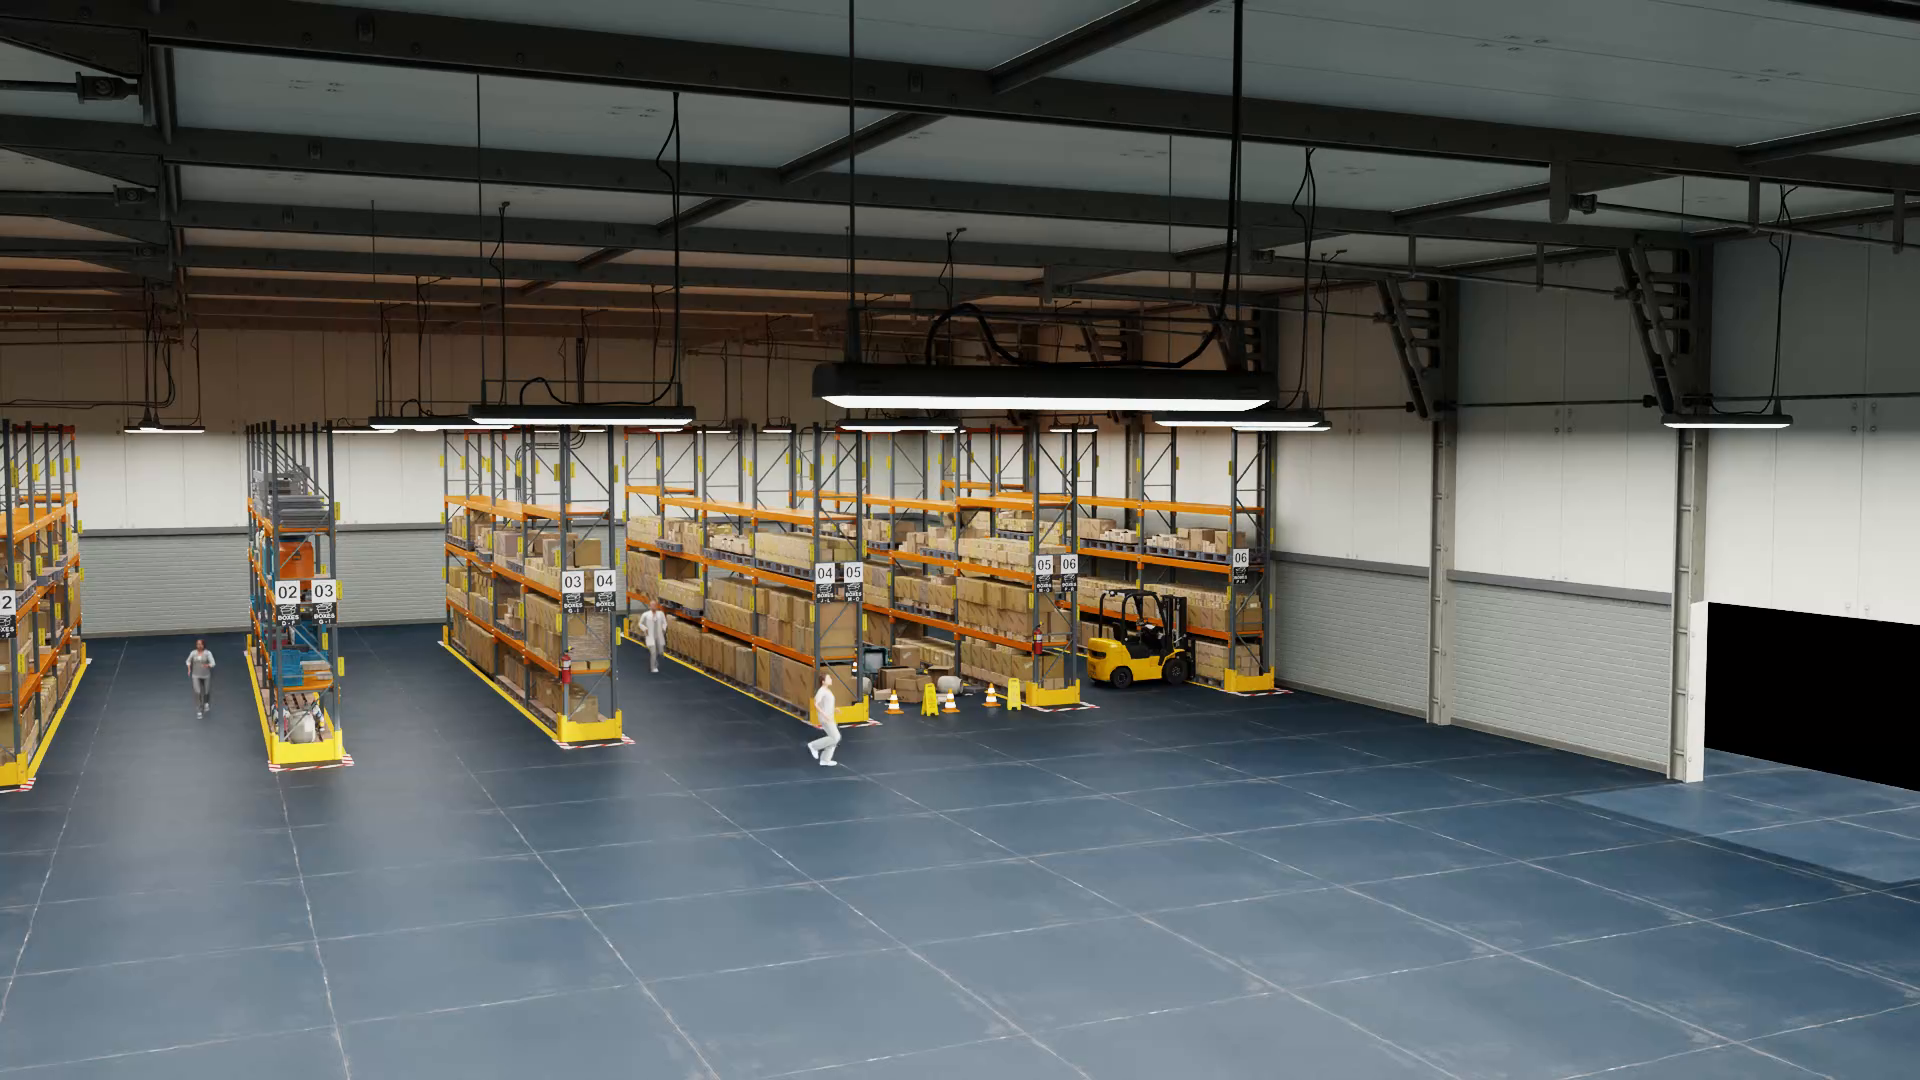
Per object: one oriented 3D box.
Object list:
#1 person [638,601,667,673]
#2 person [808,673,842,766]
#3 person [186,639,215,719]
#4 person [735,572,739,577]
[{"bbox_3d":[-7.430,2.337,40.304,0.707,1.724,0.669,-2,4,-25],"label":"person"},{"bbox_3d":[-2.340,3.107,28.875,0.569,1.620,0.564,1,4,8],"label":"person"},{"bbox_3d":[-15.446,2.800,33.838,0.543,1.575,0.852,-2,4,-23],"label":"person"},{"bbox_3d":[-6.688,1.686,50.447,0.656,1.776,0.665,-2,4,-23],"label":"person"}]
